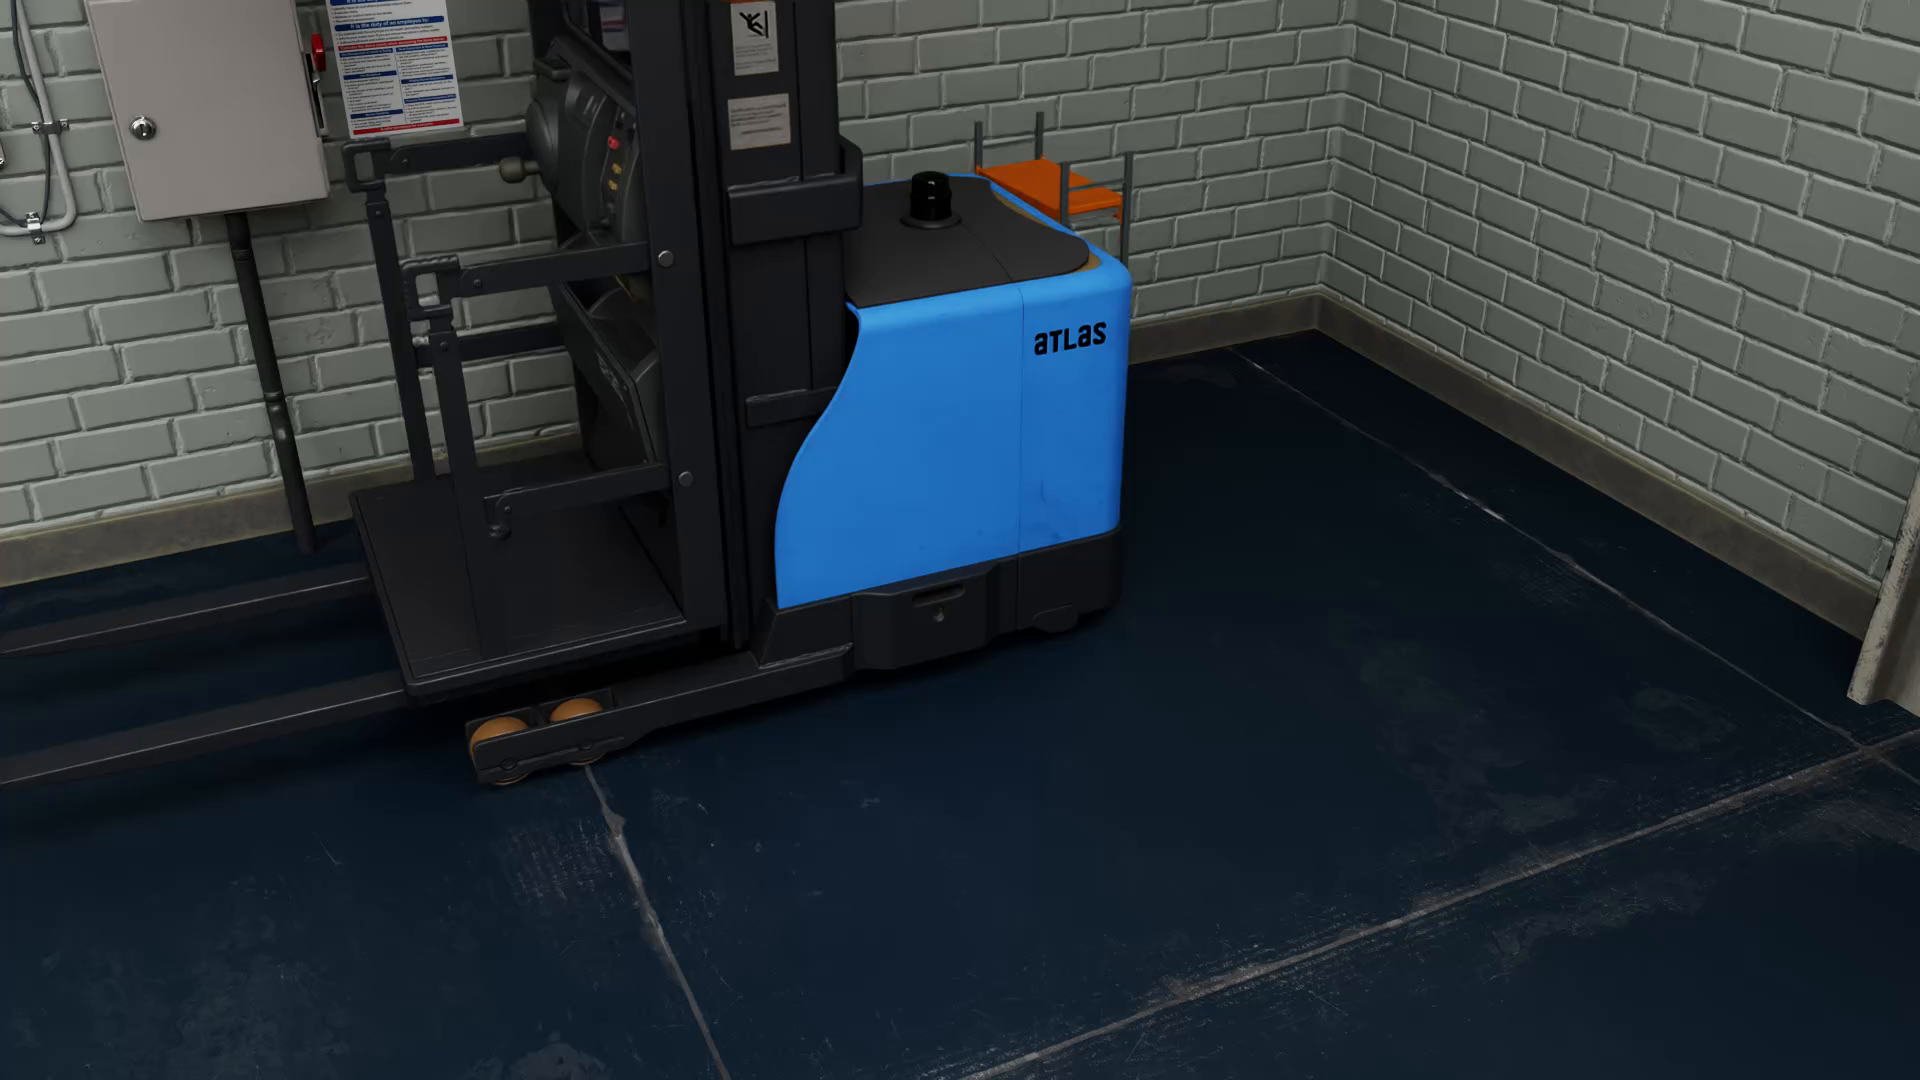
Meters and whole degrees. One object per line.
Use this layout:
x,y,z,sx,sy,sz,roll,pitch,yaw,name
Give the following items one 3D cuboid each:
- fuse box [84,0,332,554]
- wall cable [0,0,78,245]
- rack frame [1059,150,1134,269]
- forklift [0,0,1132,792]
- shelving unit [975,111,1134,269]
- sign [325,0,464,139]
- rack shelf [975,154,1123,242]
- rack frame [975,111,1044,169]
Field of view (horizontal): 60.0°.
-2.000,-0.711,4.768,0.539,1.711,0.414,-13,32,-22,fuse box
-2.684,-1.642,4.073,0.588,1.984,0.122,-13,32,-22,wall cable
0.393,-0.572,5.043,0.240,1.200,0.015,-15,33,-25,rack frame
-1.093,-0.961,3.967,3.031,2.935,1.130,-13,32,-21,forklift
0.273,-0.676,5.228,0.258,1.200,0.503,-15,33,-25,shelving unit
-1.642,-1.427,4.824,0.329,0.494,0.001,-13,32,-22,sign
0.273,-1.018,5.036,0.258,0.148,0.480,-15,33,-25,rack shelf
0.153,-0.779,5.413,0.240,1.200,0.015,-15,33,-25,rack frame
